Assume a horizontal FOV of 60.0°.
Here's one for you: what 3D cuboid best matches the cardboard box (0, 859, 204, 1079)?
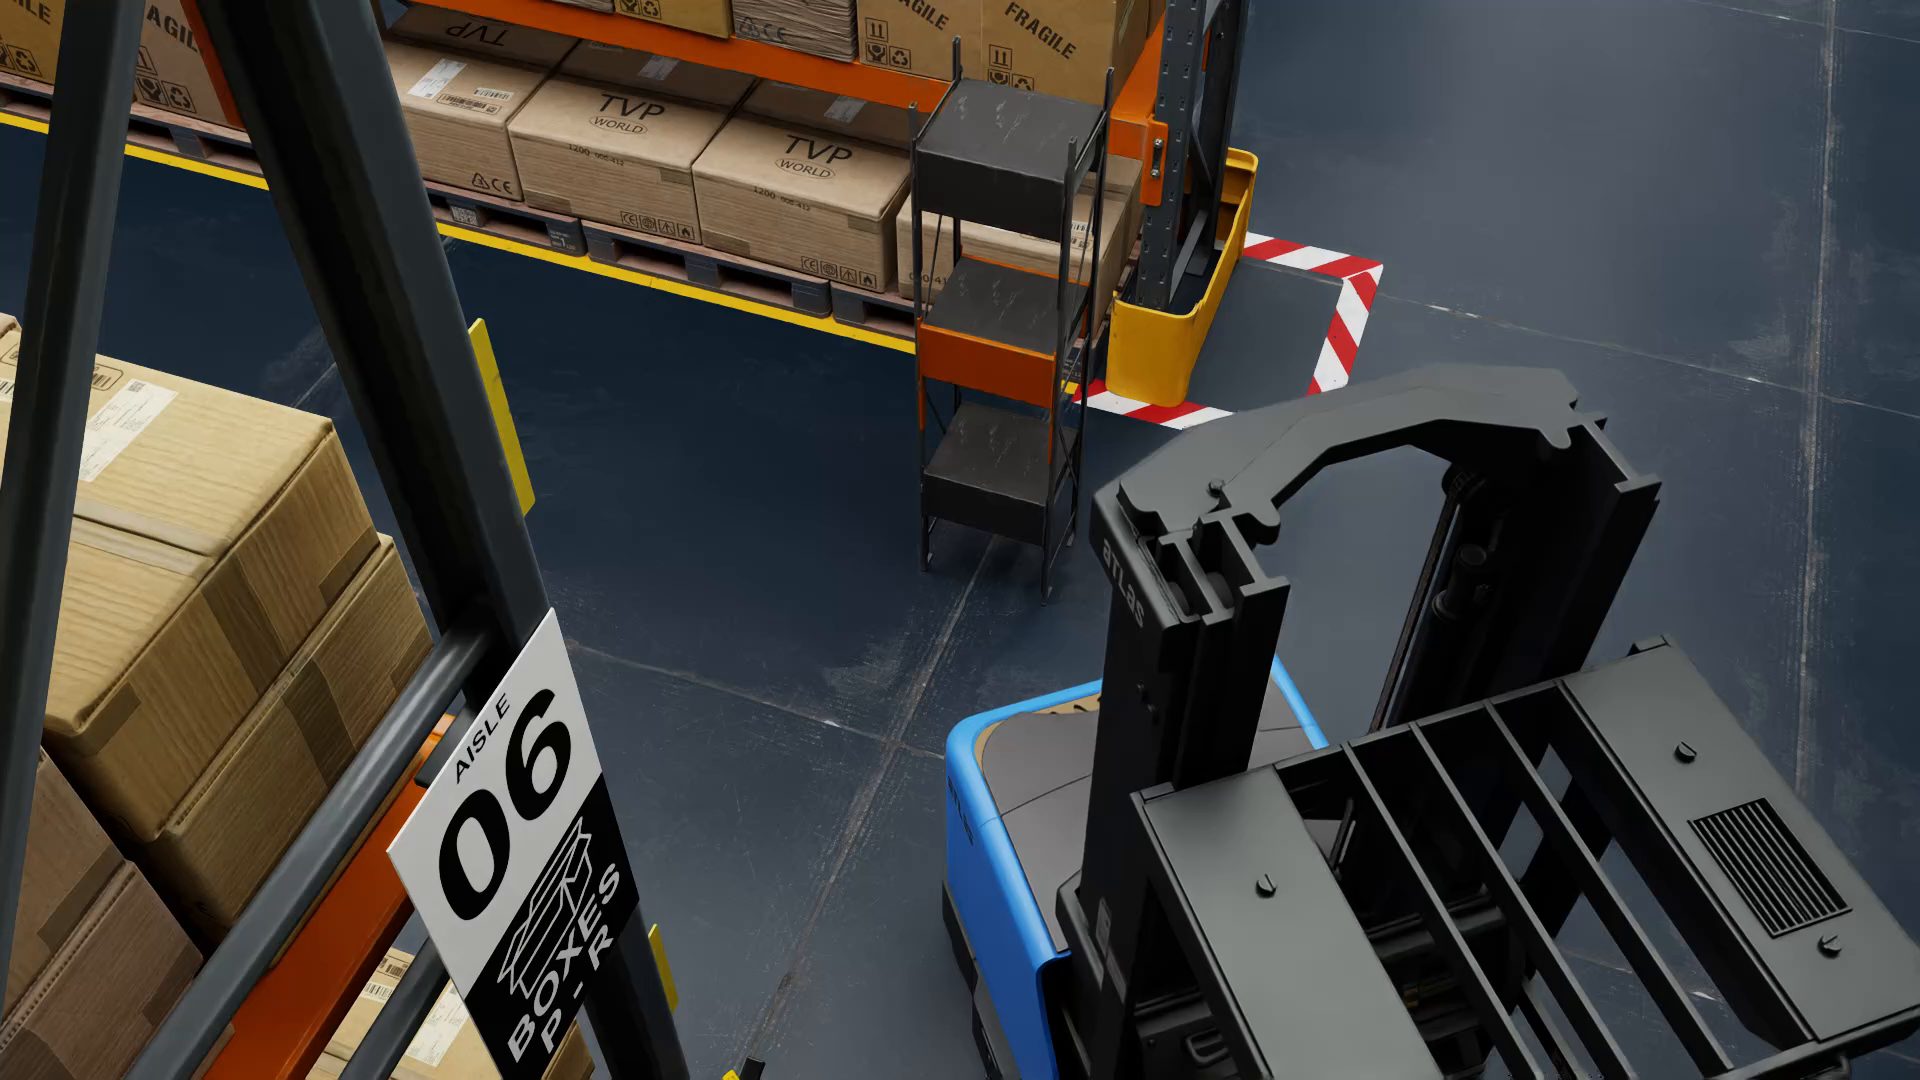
[{"bbox_3d":[-1.287,0.575,1.950,0.500,0.250,0.500,15,51,12],"label":"cardboard box"}]

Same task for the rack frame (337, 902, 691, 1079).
[{"bbox_3d":[-0.776,1.529,3.205,0.127,3.000,1.000,16,51,13],"label":"rack frame"}]

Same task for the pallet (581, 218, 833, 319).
[{"bbox_3d":[-0.977,-1.551,7.721,1.213,0.211,1.003,16,51,13],"label":"pallet"}]

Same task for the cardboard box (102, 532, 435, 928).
[{"bbox_3d":[-1.097,0.189,2.285,0.500,0.250,0.500,15,51,13],"label":"cardboard box"}]

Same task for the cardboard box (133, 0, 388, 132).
[{"bbox_3d":[-3.421,-2.585,7.899,0.875,0.875,0.875,17,51,14],"label":"cardboard box"}]

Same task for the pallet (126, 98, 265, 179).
[{"bbox_3d":[-3.561,-2.273,8.346,1.213,0.211,1.003,16,51,13],"label":"pallet"}]

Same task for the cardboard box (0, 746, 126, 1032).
[{"bbox_3d":[-1.289,0.416,1.757,0.500,0.250,0.500,14,51,12],"label":"cardboard box"}]

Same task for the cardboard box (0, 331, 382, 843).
[{"bbox_3d":[-1.105,0.041,2.082,0.500,0.250,0.500,15,51,13],"label":"cardboard box"}]

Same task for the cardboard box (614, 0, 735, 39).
[{"bbox_3d":[-1.044,-2.357,6.508,0.500,0.500,0.500,17,51,14],"label":"cardboard box"}]

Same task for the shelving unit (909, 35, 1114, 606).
[{"bbox_3d":[0.155,-0.644,5.685,0.503,2.100,0.431,16,51,13],"label":"shelving unit"}]

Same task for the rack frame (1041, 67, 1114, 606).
[{"bbox_3d":[0.384,-0.580,5.630,0.015,2.100,0.400,16,51,13],"label":"rack frame"}]

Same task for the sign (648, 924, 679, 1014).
[{"bbox_3d":[-0.588,0.861,3.212,0.005,0.325,0.100,16,51,13],"label":"sign"}]

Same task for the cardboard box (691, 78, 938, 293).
[{"bbox_3d":[-0.574,-1.624,7.356,0.875,0.438,0.875,17,51,14],"label":"cardboard box"}]

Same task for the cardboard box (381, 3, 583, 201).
[{"bbox_3d":[-2.260,-2.095,7.765,0.875,0.438,0.875,15,51,13],"label":"cardboard box"}]

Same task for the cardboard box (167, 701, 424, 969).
[{"bbox_3d":[-0.994,0.381,2.382,0.250,0.149,0.380,17,51,14],"label":"cardboard box"}]

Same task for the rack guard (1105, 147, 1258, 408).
[{"bbox_3d":[0.963,-1.165,7.195,0.348,0.500,1.175,16,51,13],"label":"rack guard"}]

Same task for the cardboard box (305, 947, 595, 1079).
[{"bbox_3d":[-1.108,1.171,3.418,0.500,0.250,0.500,16,51,13],"label":"cardboard box"}]

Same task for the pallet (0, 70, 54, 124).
[{"bbox_3d":[-4.710,-2.591,8.622,1.213,0.211,1.003,16,51,13],"label":"pallet"}]

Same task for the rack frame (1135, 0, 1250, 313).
[{"bbox_3d":[0.941,-1.990,6.256,0.127,3.000,1.000,16,51,13],"label":"rack frame"}]

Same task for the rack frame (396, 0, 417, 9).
[{"bbox_3d":[-2.811,-3.038,7.164,0.127,3.000,1.000,16,51,13],"label":"rack frame"}]

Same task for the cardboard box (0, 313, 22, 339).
[{"bbox_3d":[-1.576,-0.106,2.209,0.500,0.250,0.500,15,51,13],"label":"cardboard box"}]

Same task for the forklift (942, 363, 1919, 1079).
[{"bbox_3d":[0.901,1.193,3.542,1.130,2.935,3.031,-14,51,-12],"label":"forklift"}]

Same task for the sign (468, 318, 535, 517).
[{"bbox_3d":[-0.588,-0.124,2.075,0.005,0.325,0.100,16,51,13],"label":"sign"}]

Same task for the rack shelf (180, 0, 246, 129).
[{"bbox_3d":[-2.652,-0.722,1.665,4.000,0.370,1.077,16,51,13],"label":"rack shelf"}]

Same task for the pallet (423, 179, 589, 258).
[{"bbox_3d":[-2.125,-1.870,7.997,1.213,0.211,1.003,16,51,13],"label":"pallet"}]

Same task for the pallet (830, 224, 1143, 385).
[{"bbox_3d":[0.164,-1.231,7.443,1.213,0.211,1.003,16,51,13],"label":"pallet"}]

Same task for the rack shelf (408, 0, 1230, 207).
[{"bbox_3d":[-0.935,-2.278,6.982,4.000,0.370,1.077,16,51,13],"label":"rack shelf"}]

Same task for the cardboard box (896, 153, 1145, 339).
[{"bbox_3d":[0.287,-1.390,7.154,0.875,0.438,0.875,14,51,12],"label":"cardboard box"}]

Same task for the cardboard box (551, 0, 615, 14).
[{"bbox_3d":[-1.527,-2.492,6.625,0.500,0.500,0.500,16,51,13],"label":"cardboard box"}]

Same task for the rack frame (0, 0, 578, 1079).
[{"bbox_3d":[-0.776,-0.435,0.938,0.127,3.000,1.000,16,51,13],"label":"rack frame"}]

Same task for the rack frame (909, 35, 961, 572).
[{"bbox_3d":[-0.074,-0.708,5.740,0.015,2.100,0.400,16,51,13],"label":"rack frame"}]

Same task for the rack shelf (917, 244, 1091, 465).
[{"bbox_3d":[0.155,-0.635,5.695,0.480,0.518,0.431,16,51,13],"label":"rack shelf"}]

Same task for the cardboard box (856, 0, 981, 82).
[{"bbox_3d":[-0.069,-2.104,6.288,0.500,0.500,0.500,15,51,12],"label":"cardboard box"}]

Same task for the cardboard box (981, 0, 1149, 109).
[{"bbox_3d":[0.397,-1.962,6.165,0.500,0.500,0.500,16,51,13],"label":"cardboard box"}]

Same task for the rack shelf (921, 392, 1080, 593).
[{"bbox_3d":[0.155,-0.177,6.224,0.480,0.518,0.431,16,51,13],"label":"rack shelf"}]

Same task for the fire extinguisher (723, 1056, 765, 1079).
[{"bbox_3d":[-0.478,1.388,3.626,0.183,0.674,0.296,16,51,13],"label":"fire extinguisher"}]

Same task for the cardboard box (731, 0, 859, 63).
[{"bbox_3d":[-0.555,-2.231,6.399,0.500,0.500,0.500,17,51,14],"label":"cardboard box"}]

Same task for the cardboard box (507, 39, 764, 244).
[{"bbox_3d":[-1.420,-1.861,7.562,0.875,0.438,0.875,14,51,12],"label":"cardboard box"}]

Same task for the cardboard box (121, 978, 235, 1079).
[{"bbox_3d":[-1.156,0.709,2.097,0.250,0.149,0.380,17,51,14],"label":"cardboard box"}]

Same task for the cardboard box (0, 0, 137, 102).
[{"bbox_3d":[-4.271,-2.816,8.100,0.875,0.875,0.875,17,51,14],"label":"cardboard box"}]

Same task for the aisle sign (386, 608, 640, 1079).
[{"bbox_3d":[-0.610,0.488,2.388,0.004,0.787,0.394,16,51,13],"label":"aisle sign"}]

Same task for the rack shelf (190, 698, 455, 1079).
[{"bbox_3d":[-2.652,0.259,2.798,4.000,0.370,1.077,16,51,13],"label":"rack shelf"}]

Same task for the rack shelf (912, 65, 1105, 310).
[{"bbox_3d":[0.155,-1.094,5.166,0.480,0.518,0.431,16,51,13],"label":"rack shelf"}]

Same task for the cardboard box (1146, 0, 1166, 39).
[{"bbox_3d":[0.590,-2.352,6.503,0.500,0.500,0.500,15,51,13],"label":"cardboard box"}]
